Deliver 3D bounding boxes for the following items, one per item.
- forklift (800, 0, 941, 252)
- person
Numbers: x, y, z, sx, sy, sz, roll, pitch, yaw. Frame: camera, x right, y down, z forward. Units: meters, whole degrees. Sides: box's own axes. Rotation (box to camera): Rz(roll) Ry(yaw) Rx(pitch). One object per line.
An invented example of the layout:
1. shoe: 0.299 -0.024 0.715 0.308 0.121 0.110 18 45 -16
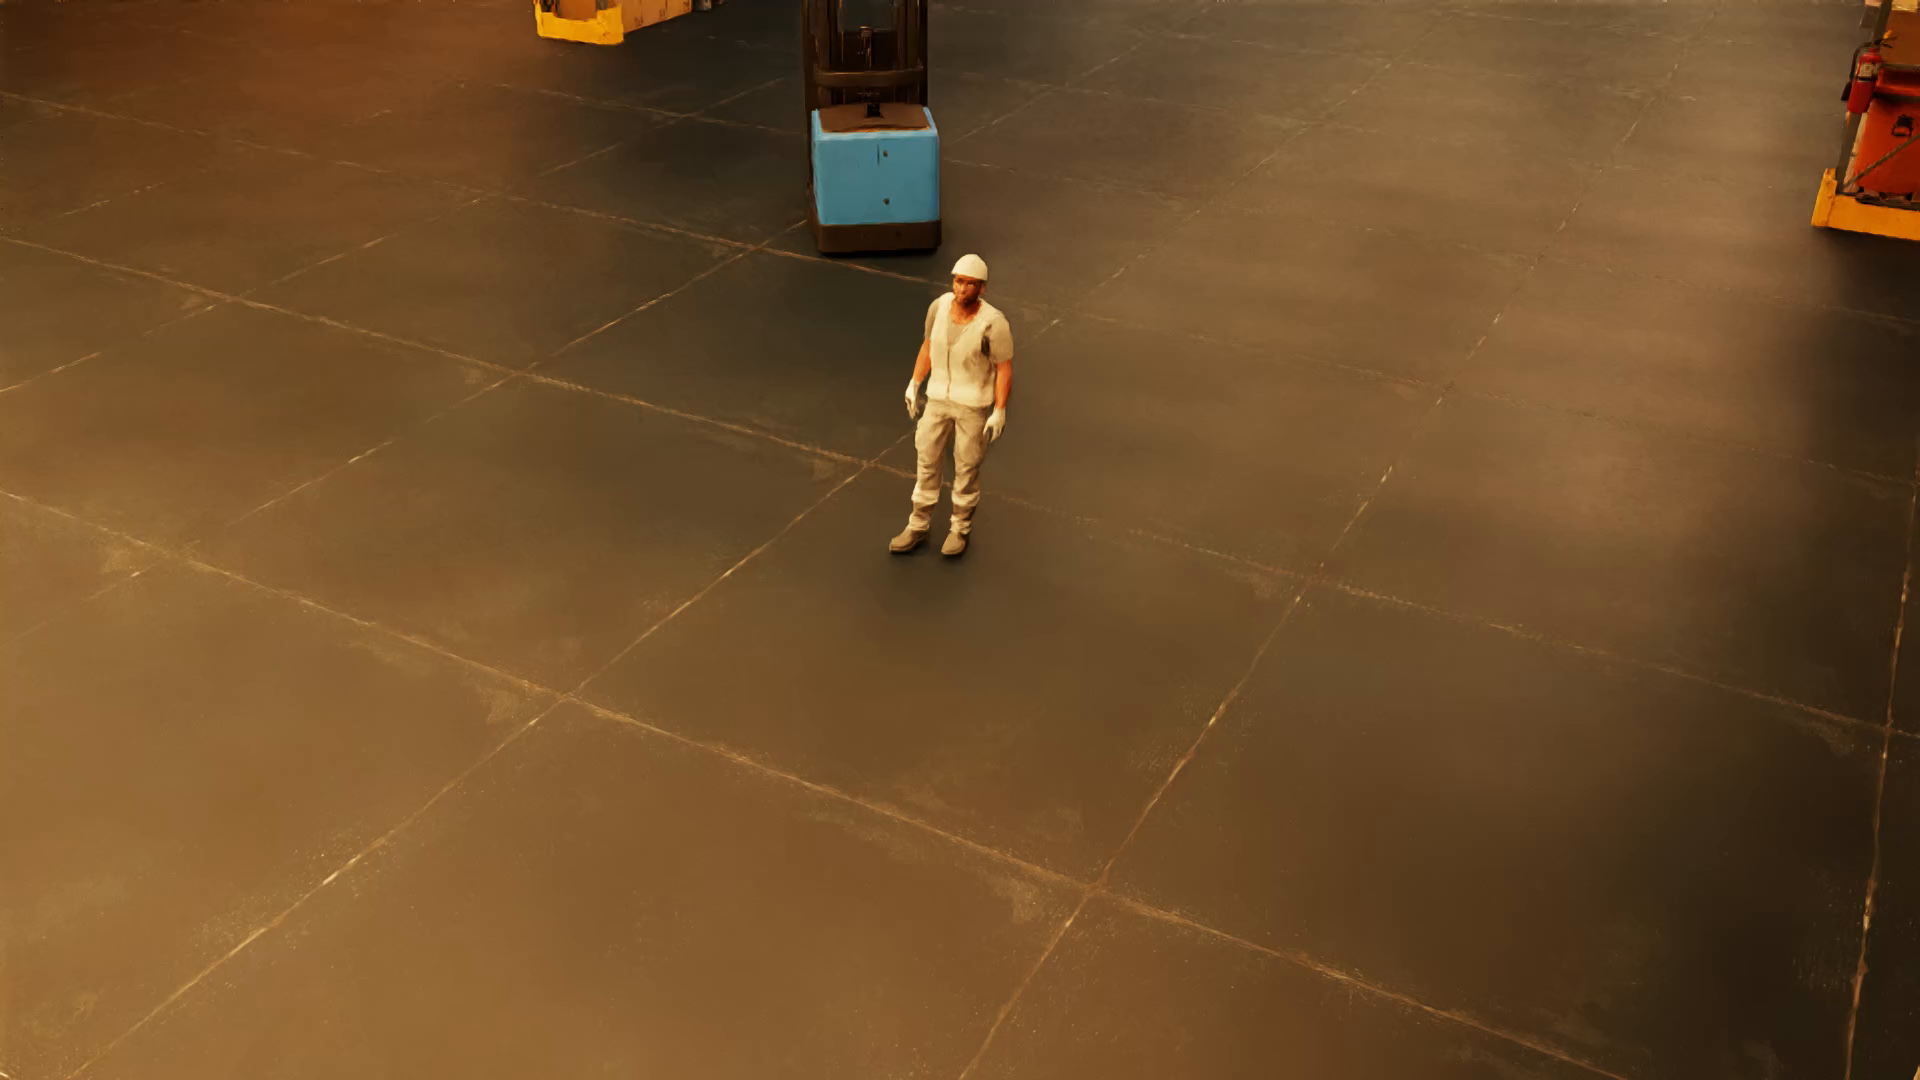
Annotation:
1. forklift: -0.860 -4.418 14.726 1.130 2.935 3.031 -4 30 -6
2. person: -0.048 -0.748 9.496 0.637 1.787 0.563 15 33 25
